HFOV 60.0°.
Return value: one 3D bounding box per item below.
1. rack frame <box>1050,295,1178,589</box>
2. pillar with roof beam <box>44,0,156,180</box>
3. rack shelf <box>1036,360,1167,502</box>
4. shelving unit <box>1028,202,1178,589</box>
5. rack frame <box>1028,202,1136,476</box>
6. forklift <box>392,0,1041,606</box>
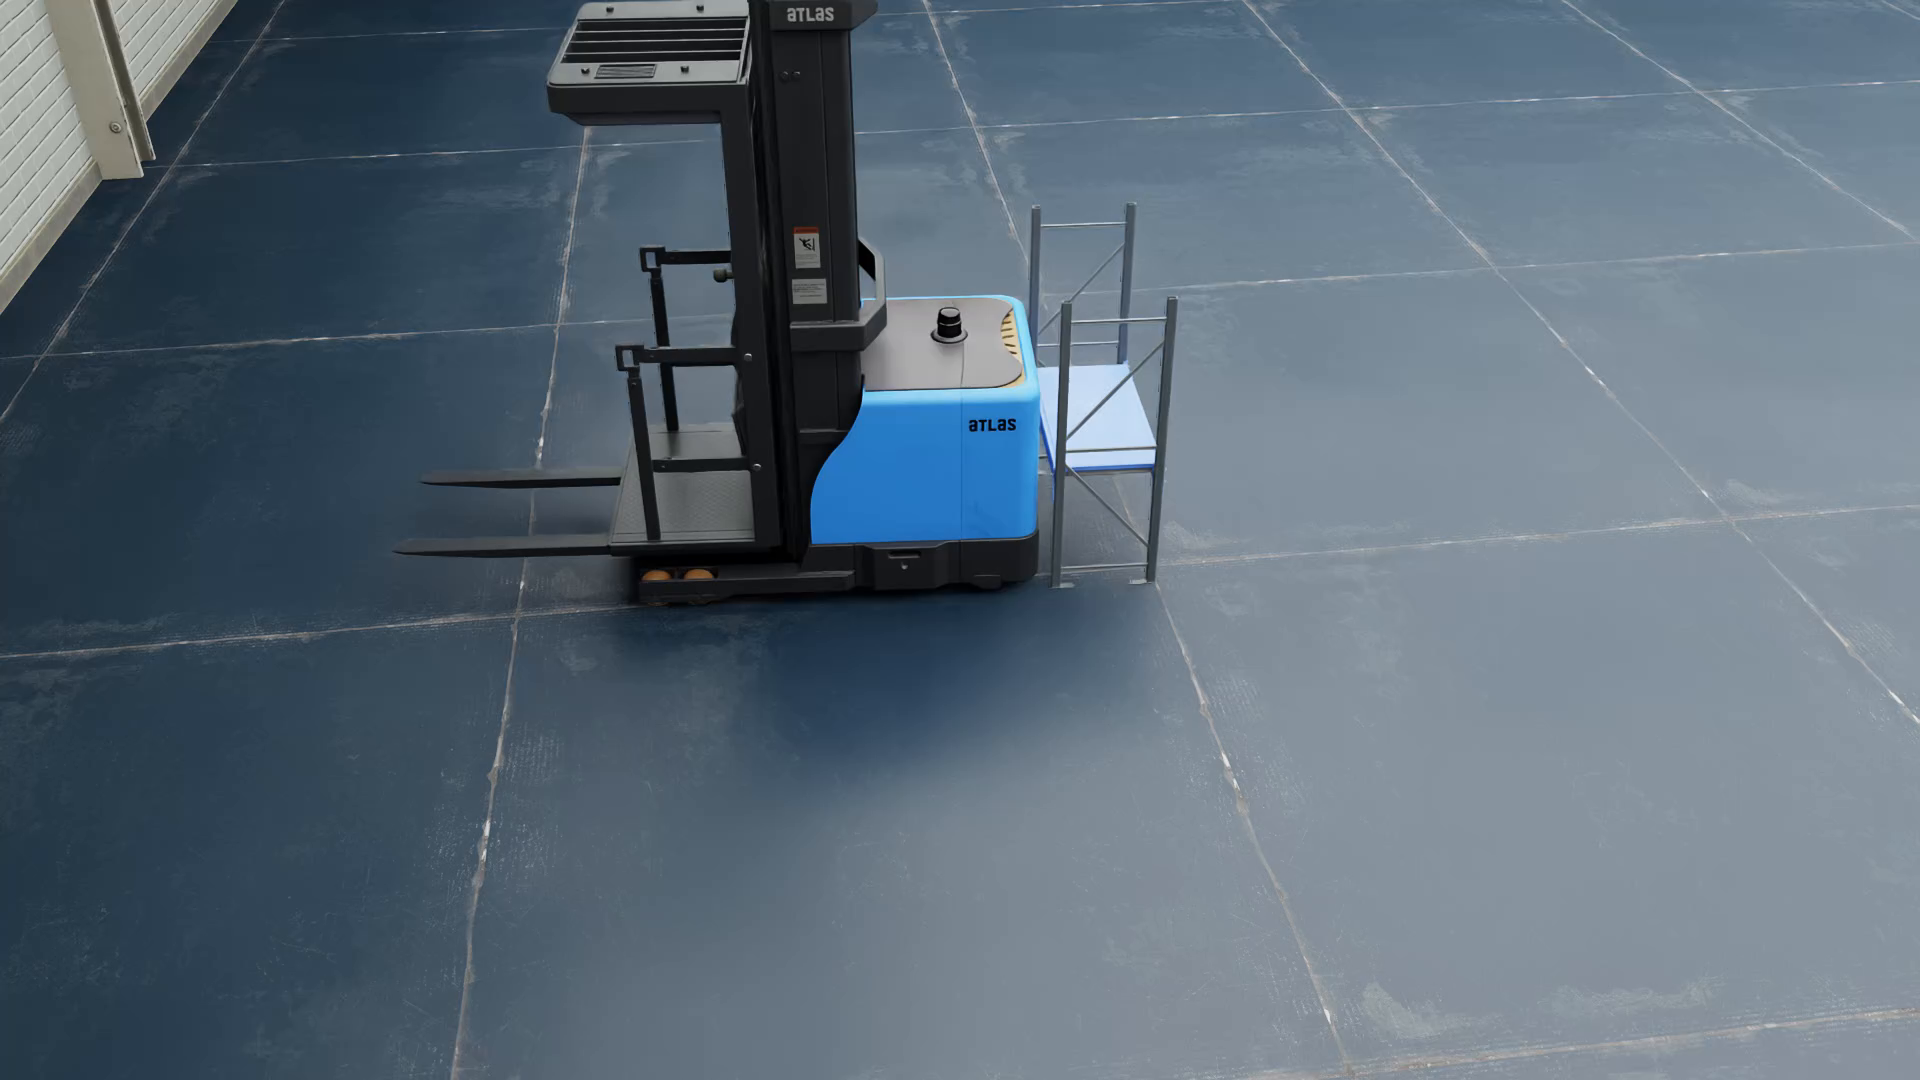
[{"bbox_3d":[0.682,-0.407,7.515,0.500,1.500,0.032,-3,34,-4],"label":"rack frame"},{"bbox_3d":[-1.882,-6.788,10.219,9.100,9.000,0.400,-4,35,-6],"label":"pillar with roof beam"},{"bbox_3d":[0.637,-0.543,8.034,0.538,0.185,1.000,-3,34,-4],"label":"rack shelf"},{"bbox_3d":[0.637,-0.692,7.933,0.538,1.500,1.048,-3,34,-4],"label":"shelving unit"},{"bbox_3d":[0.591,-0.977,8.352,0.500,1.500,0.032,-3,34,-4],"label":"rack frame"},{"bbox_3d":[-1.165,-1.209,7.421,3.031,2.935,1.130,-2,34,-3],"label":"forklift"}]
